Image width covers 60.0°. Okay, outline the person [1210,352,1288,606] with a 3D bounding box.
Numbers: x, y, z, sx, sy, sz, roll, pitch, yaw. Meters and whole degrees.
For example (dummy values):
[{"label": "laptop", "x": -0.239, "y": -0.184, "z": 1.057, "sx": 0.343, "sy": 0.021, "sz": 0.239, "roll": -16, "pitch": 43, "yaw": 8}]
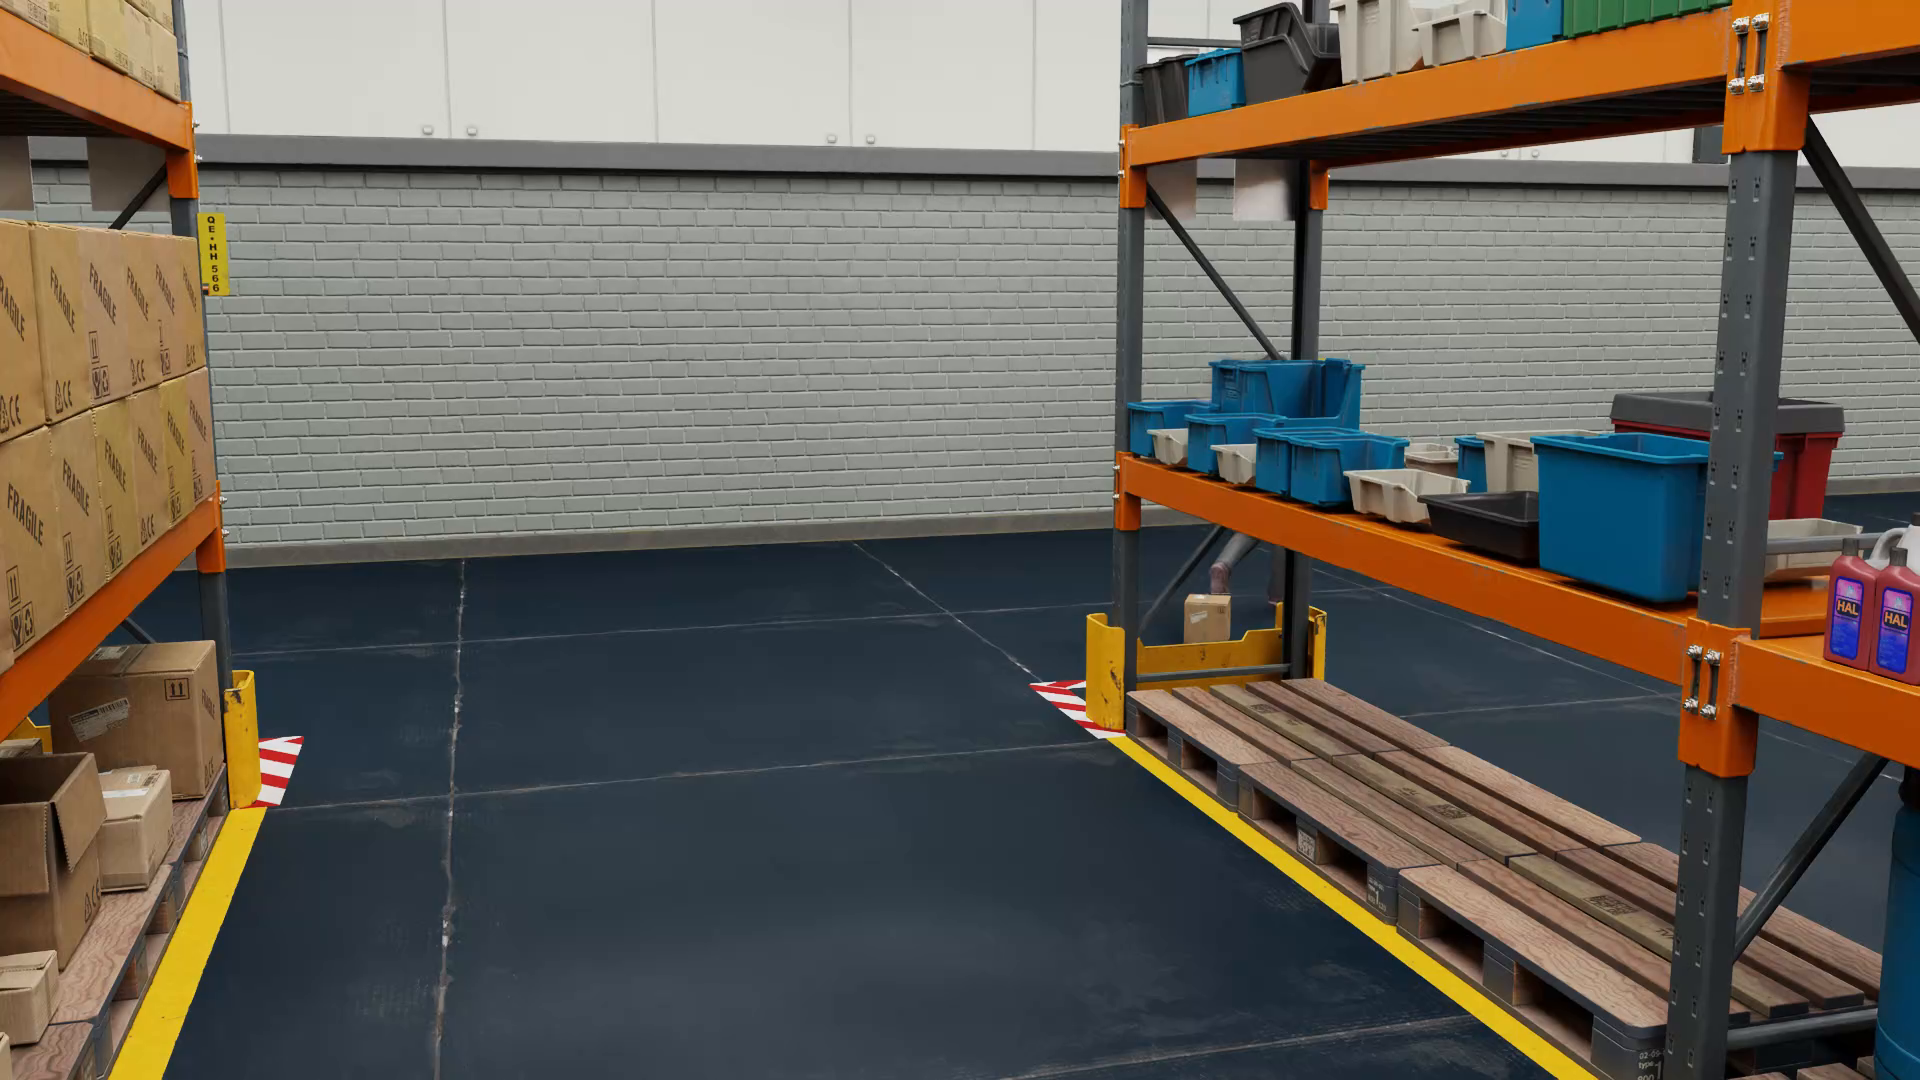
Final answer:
[{"label": "person", "x": 1.913, "y": -0.373, "z": 10.534, "sx": 0.449, "sy": 1.630, "sz": 0.722, "roll": 9, "pitch": 13, "yaw": 44}]
